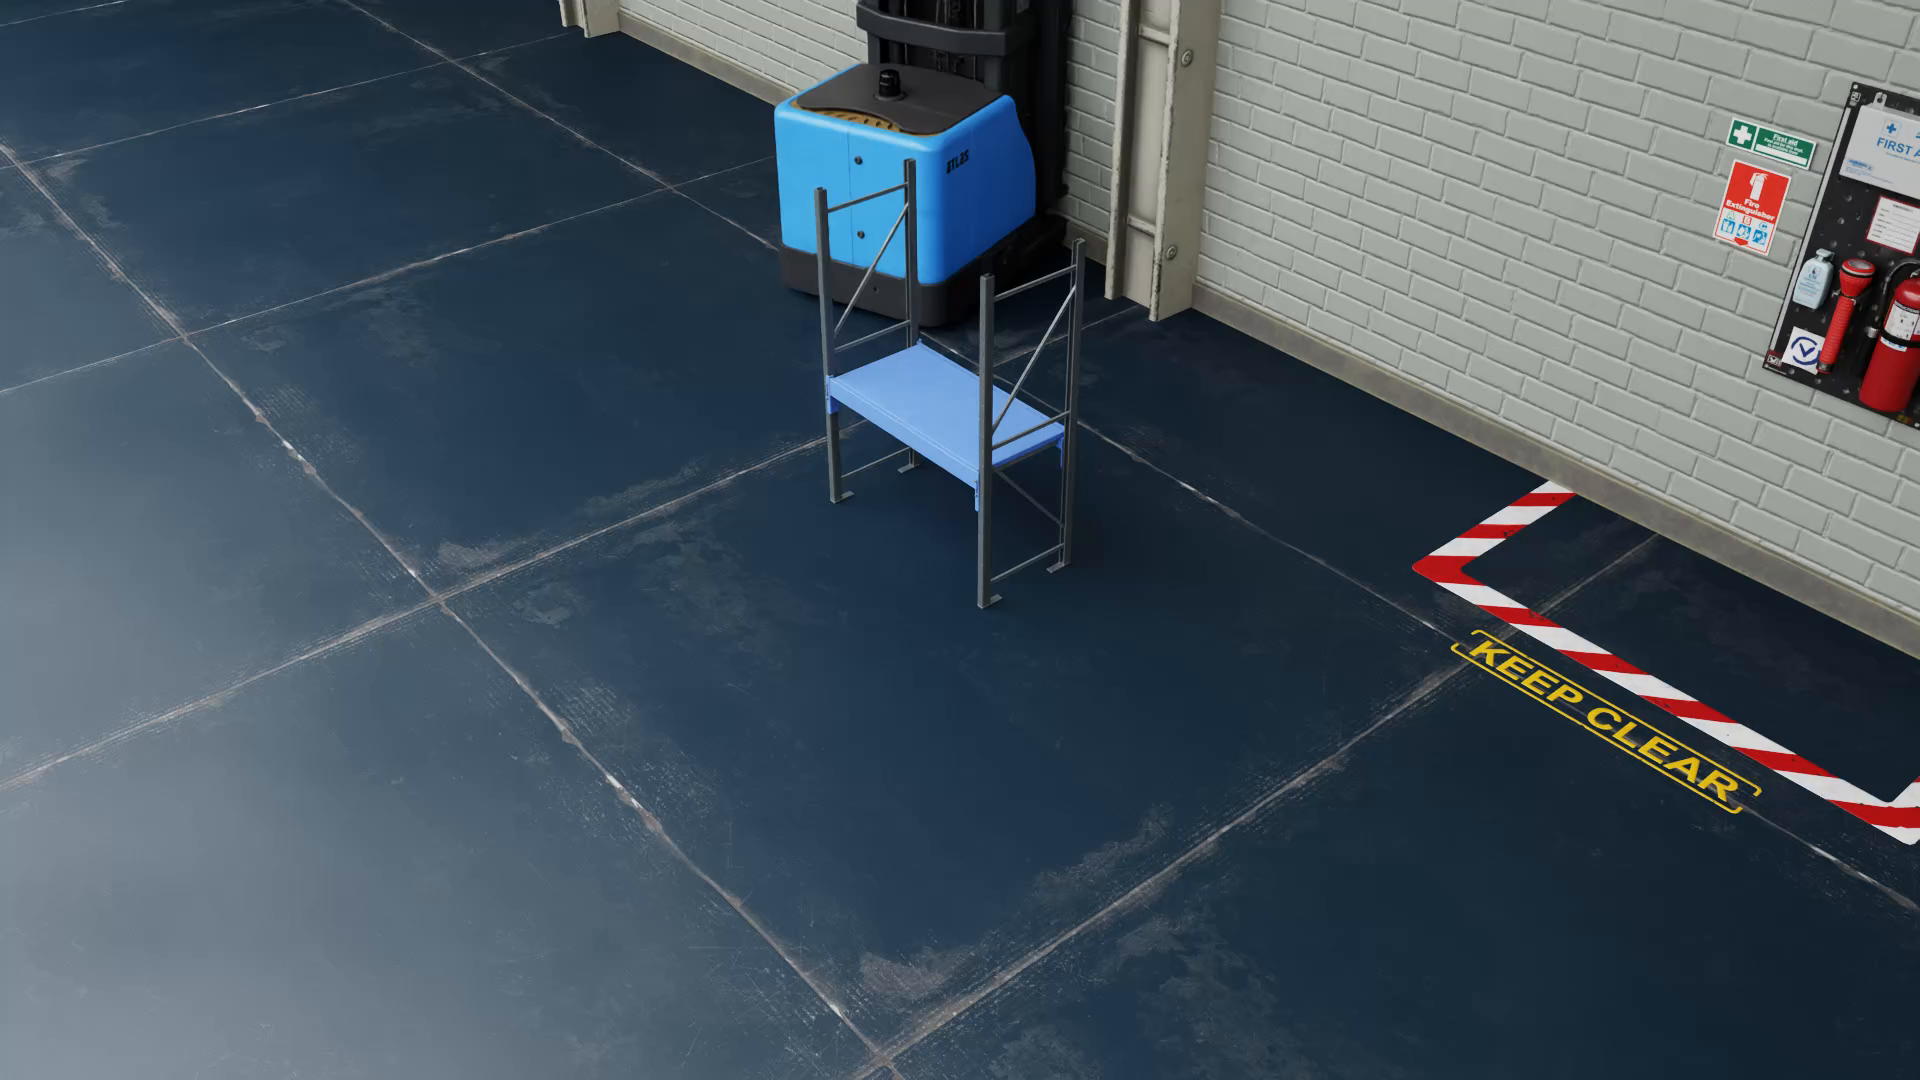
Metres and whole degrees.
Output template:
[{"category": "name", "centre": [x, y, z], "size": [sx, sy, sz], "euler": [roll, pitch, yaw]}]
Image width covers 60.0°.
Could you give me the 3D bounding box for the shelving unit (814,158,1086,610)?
[{"category": "shelving unit", "centre": [-0.055, -0.650, 6.870], "size": [0.538, 1.500, 1.048], "euler": [-26, 43, -32]}]

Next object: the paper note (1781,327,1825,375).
[{"category": "paper note", "centre": [3.281, -0.735, 6.455], "size": [0.016, 0.148, 0.142], "euler": [-26, 43, -32]}]

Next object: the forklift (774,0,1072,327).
[{"category": "forklift", "centre": [0.217, -3.135, 9.140], "size": [1.130, 2.935, 3.031], "euler": [19, 40, 25]}]

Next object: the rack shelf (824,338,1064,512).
[{"category": "rack shelf", "centre": [-0.055, -0.503, 6.974], "size": [0.538, 0.185, 1.000], "euler": [-26, 43, -32]}]

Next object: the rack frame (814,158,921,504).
[{"category": "rack frame", "centre": [-0.383, -0.874, 7.187], "size": [0.500, 1.500, 0.032], "euler": [-26, 43, -32]}]

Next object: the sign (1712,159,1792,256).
[{"category": "sign", "centre": [3.064, -1.288, 6.442], "size": [0.001, 0.329, 0.234], "euler": [-26, 43, -32]}]

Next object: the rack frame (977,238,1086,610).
[{"category": "rack frame", "centre": [0.273, -0.425, 6.553], "size": [0.500, 1.500, 0.032], "euler": [-26, 43, -32]}]

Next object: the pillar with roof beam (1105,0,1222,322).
[{"category": "pillar with roof beam", "centre": [-2.253, -3.377, 4.232], "size": [9.100, 9.000, 0.400], "euler": [-26, 43, -32]}]

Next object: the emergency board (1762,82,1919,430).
[{"category": "emergency board", "centre": [3.342, -0.991, 6.053], "size": [0.194, 1.169, 0.643], "euler": [-26, 43, -32]}]

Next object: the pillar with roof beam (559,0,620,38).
[{"category": "pillar with roof beam", "centre": [-6.125, -6.026, 7.973], "size": [9.100, 9.000, 0.400], "euler": [-26, 43, -32]}]

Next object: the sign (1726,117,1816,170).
[{"category": "sign", "centre": [3.060, -1.499, 6.281], "size": [0.001, 0.109, 0.331], "euler": [-26, 43, -32]}]
